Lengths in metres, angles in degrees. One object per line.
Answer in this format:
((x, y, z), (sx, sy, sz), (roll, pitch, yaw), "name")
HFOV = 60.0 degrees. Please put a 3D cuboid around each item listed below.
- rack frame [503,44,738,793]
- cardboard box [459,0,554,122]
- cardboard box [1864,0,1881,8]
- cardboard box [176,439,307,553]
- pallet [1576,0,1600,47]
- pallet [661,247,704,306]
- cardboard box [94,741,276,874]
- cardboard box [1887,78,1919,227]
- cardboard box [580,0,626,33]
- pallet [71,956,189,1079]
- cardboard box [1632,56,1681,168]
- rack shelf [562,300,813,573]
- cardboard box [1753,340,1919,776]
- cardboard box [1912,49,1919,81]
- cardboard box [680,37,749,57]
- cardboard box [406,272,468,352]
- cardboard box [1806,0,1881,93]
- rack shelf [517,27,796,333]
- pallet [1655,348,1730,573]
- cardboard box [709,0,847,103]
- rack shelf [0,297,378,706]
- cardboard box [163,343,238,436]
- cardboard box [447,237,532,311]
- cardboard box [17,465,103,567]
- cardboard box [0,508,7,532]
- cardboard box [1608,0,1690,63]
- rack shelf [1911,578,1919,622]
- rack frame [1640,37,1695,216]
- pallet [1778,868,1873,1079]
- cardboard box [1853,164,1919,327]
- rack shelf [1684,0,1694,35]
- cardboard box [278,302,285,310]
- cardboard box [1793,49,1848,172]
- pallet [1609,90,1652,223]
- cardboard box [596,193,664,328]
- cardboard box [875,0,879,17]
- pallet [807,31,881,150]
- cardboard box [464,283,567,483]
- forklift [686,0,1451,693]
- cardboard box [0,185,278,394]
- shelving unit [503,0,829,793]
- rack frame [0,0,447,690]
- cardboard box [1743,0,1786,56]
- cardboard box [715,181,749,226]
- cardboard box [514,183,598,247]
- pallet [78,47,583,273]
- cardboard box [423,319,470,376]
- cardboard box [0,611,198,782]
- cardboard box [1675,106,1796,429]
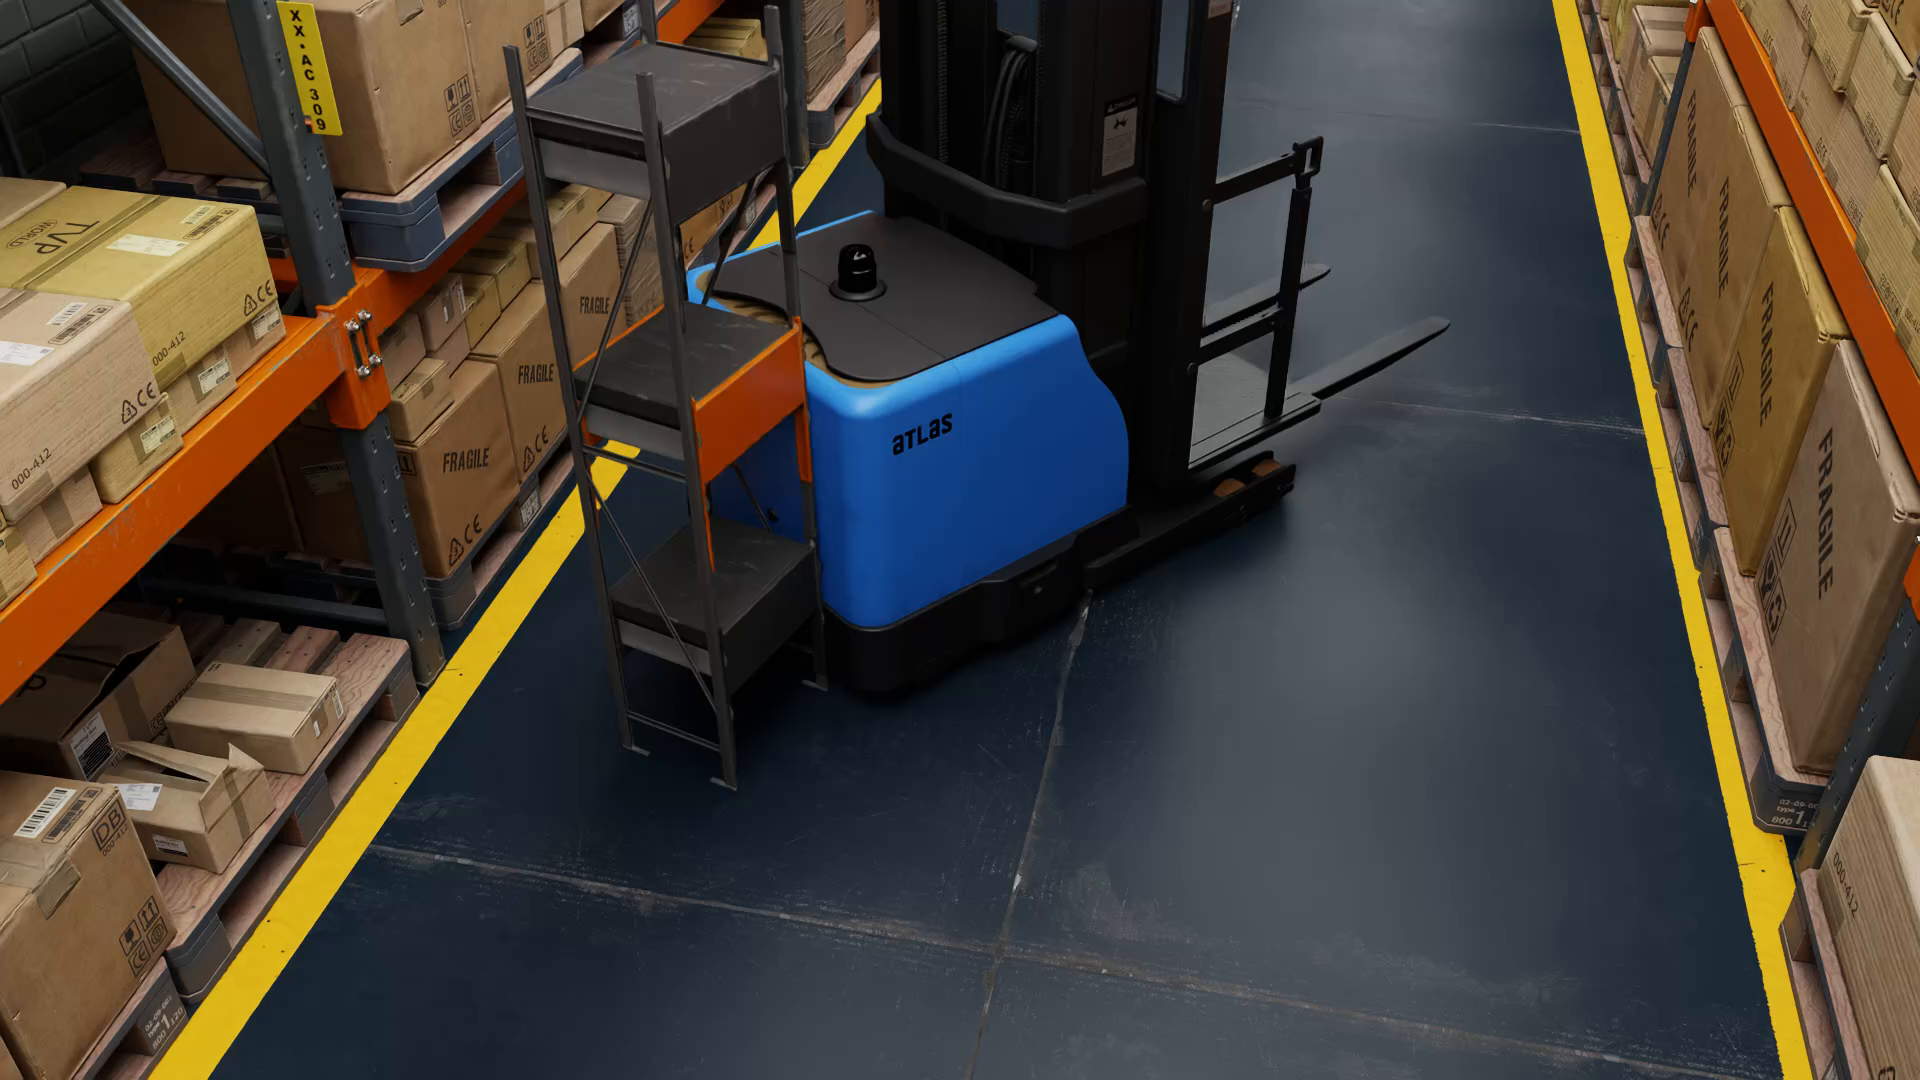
((-0.823, -0.189, 4.218), (0.400, 2.100, 0.015), (17, 39, 23), "rack frame")
((-1.676, -1.609, 4.970), (0.700, 0.500, 0.500), (8, 37, 10), "cardboard box")
((2.918, -1.849, 4.808), (0.500, 0.500, 0.500), (8, 37, 11), "cardboard box")
((-2.293, -0.328, 5.419), (0.500, 0.500, 0.500), (7, 37, 10), "cardboard box")
((4.285, -3.243, 10.044), (1.003, 0.211, 1.213), (7, 37, 10), "pallet")
((-1.714, -0.895, 6.806), (1.003, 0.211, 1.213), (7, 37, 10), "pallet")
((-2.017, 0.646, 4.275), (0.396, 0.266, 0.258), (9, 37, 12), "cardboard box")
((2.697, -0.944, 4.199), (0.500, 0.250, 0.500), (8, 37, 11), "cardboard box")
((-1.509, -2.059, 5.591), (0.700, 0.500, 0.500), (7, 37, 10), "cardboard box")
((-2.515, 1.372, 3.677), (1.003, 0.211, 1.213), (7, 37, 10), "pallet")
((3.726, -1.954, 7.771), (0.950, 0.372, 0.625), (5, 36, 7), "cardboard box")
((-0.708, -0.304, 4.400), (0.431, 0.518, 0.480), (17, 39, 23), "rack shelf")
((2.795, 0.093, 4.518), (0.875, 0.875, 0.875), (8, 37, 11), "cardboard box")
((2.695, -1.262, 3.998), (0.500, 0.500, 0.500), (8, 37, 11), "cardboard box")
((-1.141, -2.090, 7.298), (0.380, 0.149, 0.250), (6, 36, 8), "cardboard box")
((-1.764, -0.720, 5.154), (0.380, 0.149, 0.250), (6, 36, 8), "cardboard box")
((2.895, -1.538, 5.017), (0.500, 0.250, 0.500), (8, 37, 11), "cardboard box")
((-0.714, -0.873, 3.992), (0.431, 0.518, 0.480), (17, 39, 23), "rack shelf")
((3.091, -0.256, 5.923), (1.003, 0.211, 1.213), (7, 37, 10), "pallet")
((-1.108, -2.709, 8.598), (0.875, 0.625, 0.625), (8, 37, 11), "cardboard box")
((-2.536, 0.586, 2.998), (1.077, 0.370, 4.000), (7, 37, 10), "rack shelf")
((-1.965, -0.384, 3.937), (0.380, 0.149, 0.250), (8, 37, 11), "cardboard box")
((-1.700, -0.921, 5.684), (0.380, 0.149, 0.250), (7, 36, 9), "cardboard box")
((-2.079, -0.085, 3.525), (0.380, 0.149, 0.250), (8, 37, 11), "cardboard box")
((-2.191, -0.016, 3.090), (0.500, 0.250, 0.500), (7, 37, 10), "cardboard box")
((4.043, -2.812, 8.955), (0.950, 0.372, 0.625), (8, 37, 12), "cardboard box")
((2.314, 1.206, 2.143), (1.077, 0.370, 4.000), (7, 37, 10), "rack shelf")
((3.596, -2.525, 6.678), (1.000, 3.000, 0.127), (7, 37, 10), "rack frame")
((2.502, 1.323, 3.744), (1.003, 0.211, 1.213), (7, 37, 10), "pallet")
((2.701, -0.752, 4.359), (0.500, 0.250, 0.500), (7, 36, 9), "cardboard box")
((4.023, -3.380, 8.471), (1.077, 0.370, 4.000), (7, 37, 10), "rack shelf")
((-2.261, -0.671, 5.339), (0.380, 0.149, 0.250), (7, 37, 10), "cardboard box")
((2.933, -1.335, 5.164), (0.500, 0.250, 0.500), (7, 37, 10), "cardboard box")
((3.764, -1.844, 8.114), (1.003, 0.211, 1.213), (7, 37, 10), "pallet")
((-1.454, -1.148, 6.549), (0.500, 0.500, 0.500), (6, 36, 8), "cardboard box")
((-0.832, -3.471, 9.649), (0.875, 0.625, 0.625), (6, 36, 8), "cardboard box")
((-1.040, -2.483, 8.996), (1.003, 0.211, 1.213), (7, 37, 10), "pallet")
((-1.682, -0.565, 5.746), (0.500, 0.500, 0.500), (7, 36, 9), "cardboard box")
((0.559, -1.448, 5.250), (3.031, 2.935, 1.130), (-26, 43, -31), "forklift")
((-1.979, -0.589, 3.881), (0.500, 0.250, 0.500), (8, 37, 11), "cardboard box")
((-0.708, -0.315, 4.392), (0.431, 2.100, 0.503), (17, 39, 23), "shelving unit")
((-2.109, -0.852, 4.369), (1.000, 3.000, 0.127), (7, 37, 10), "rack frame")
((3.153, -1.919, 5.969), (0.500, 0.250, 0.500), (6, 36, 9), "cardboard box")
((-1.252, -1.748, 7.378), (0.500, 0.500, 0.500), (7, 36, 9), "cardboard box")
((-1.555, -1.201, 6.071), (0.380, 0.149, 0.250), (9, 37, 12), "cardboard box")
((-1.831, -1.219, 5.039), (1.003, 0.211, 1.213), (7, 37, 10), "pallet")
((-1.789, -0.613, 5.259), (0.380, 0.149, 0.250), (6, 36, 9), "cardboard box")
((-2.481, 0.416, 4.553), (0.500, 0.311, 0.500), (9, 37, 12), "cardboard box")
((3.172, -0.938, 5.941), (0.875, 0.875, 0.875), (8, 37, 11), "cardboard box")
